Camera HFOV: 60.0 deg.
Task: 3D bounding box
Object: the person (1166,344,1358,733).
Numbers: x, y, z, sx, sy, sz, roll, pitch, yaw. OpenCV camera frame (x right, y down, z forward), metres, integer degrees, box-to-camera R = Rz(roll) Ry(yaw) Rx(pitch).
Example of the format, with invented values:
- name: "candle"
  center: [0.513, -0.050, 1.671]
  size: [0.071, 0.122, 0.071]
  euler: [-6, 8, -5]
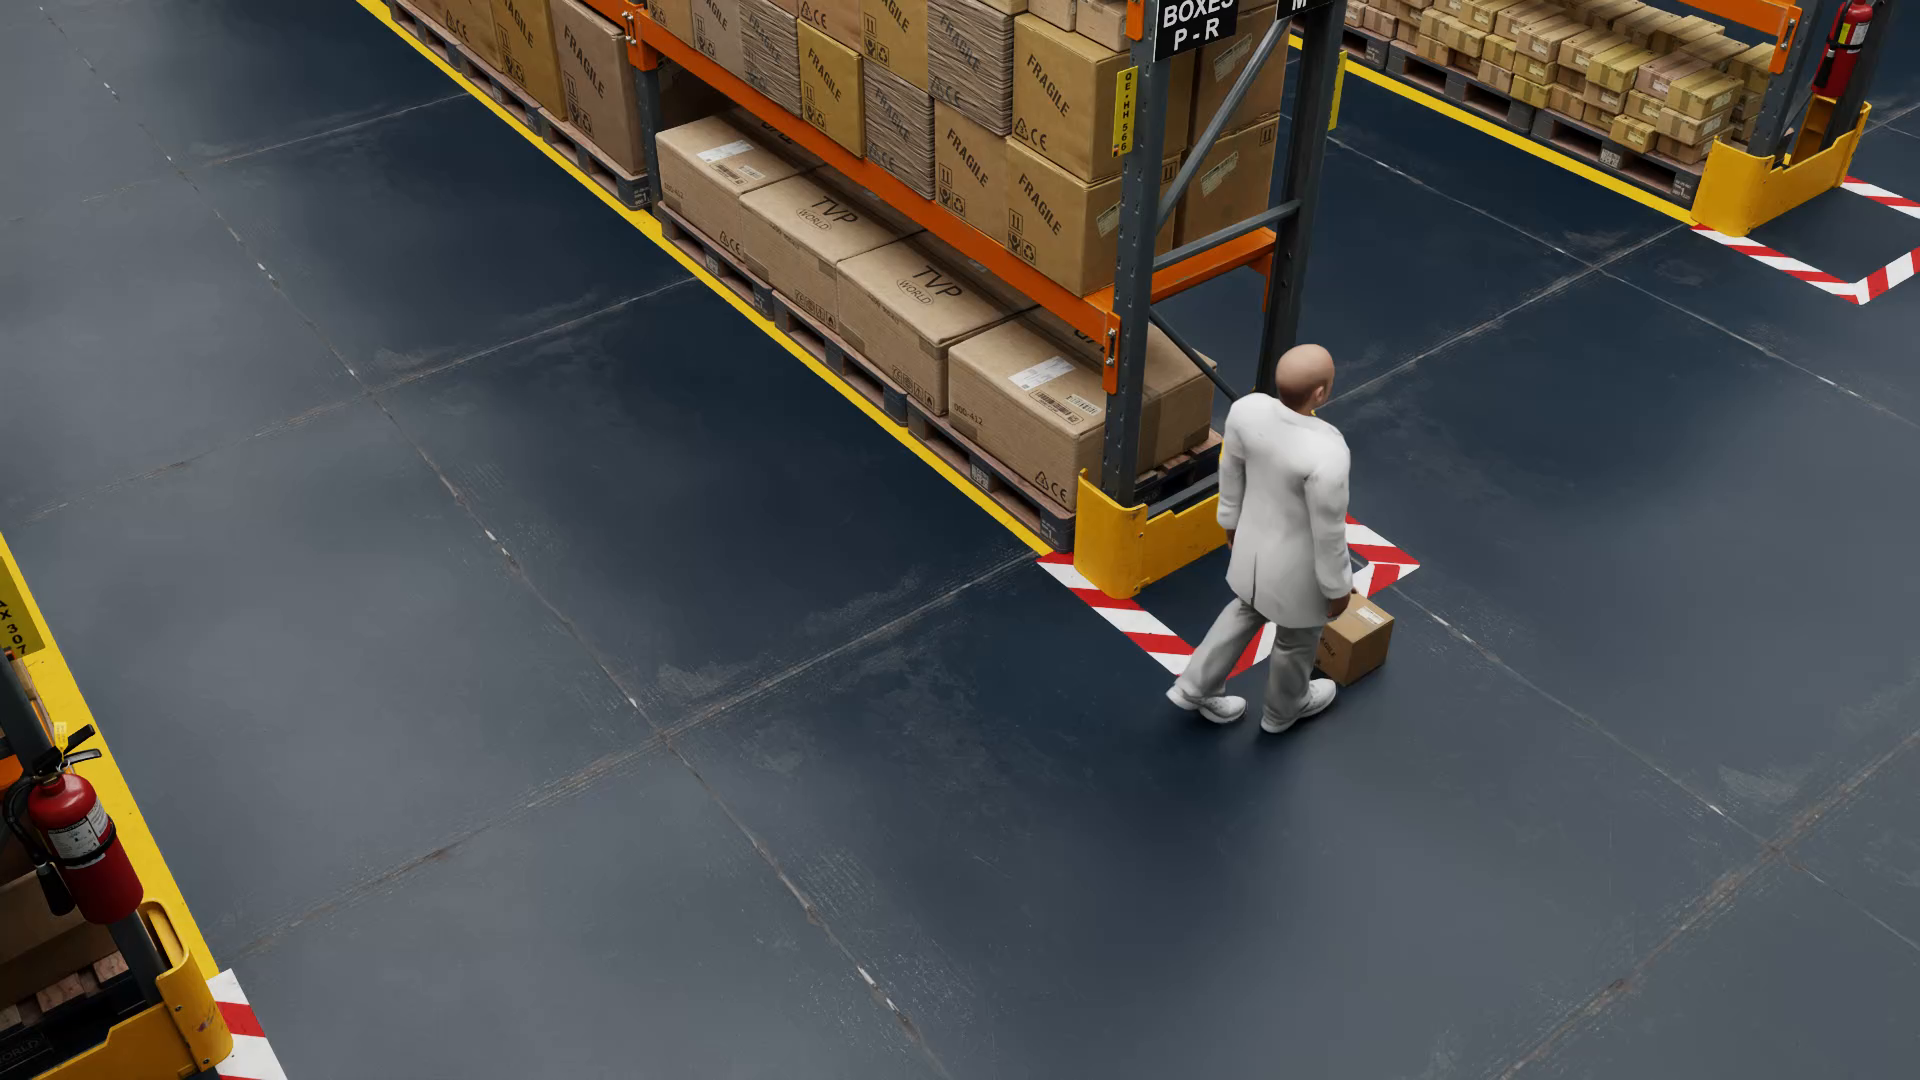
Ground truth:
- name: "person"
  center: [1.210, 0.049, 6.113]
  size: [0.683, 1.799, 0.625]
  euler: [-22, 45, -25]
